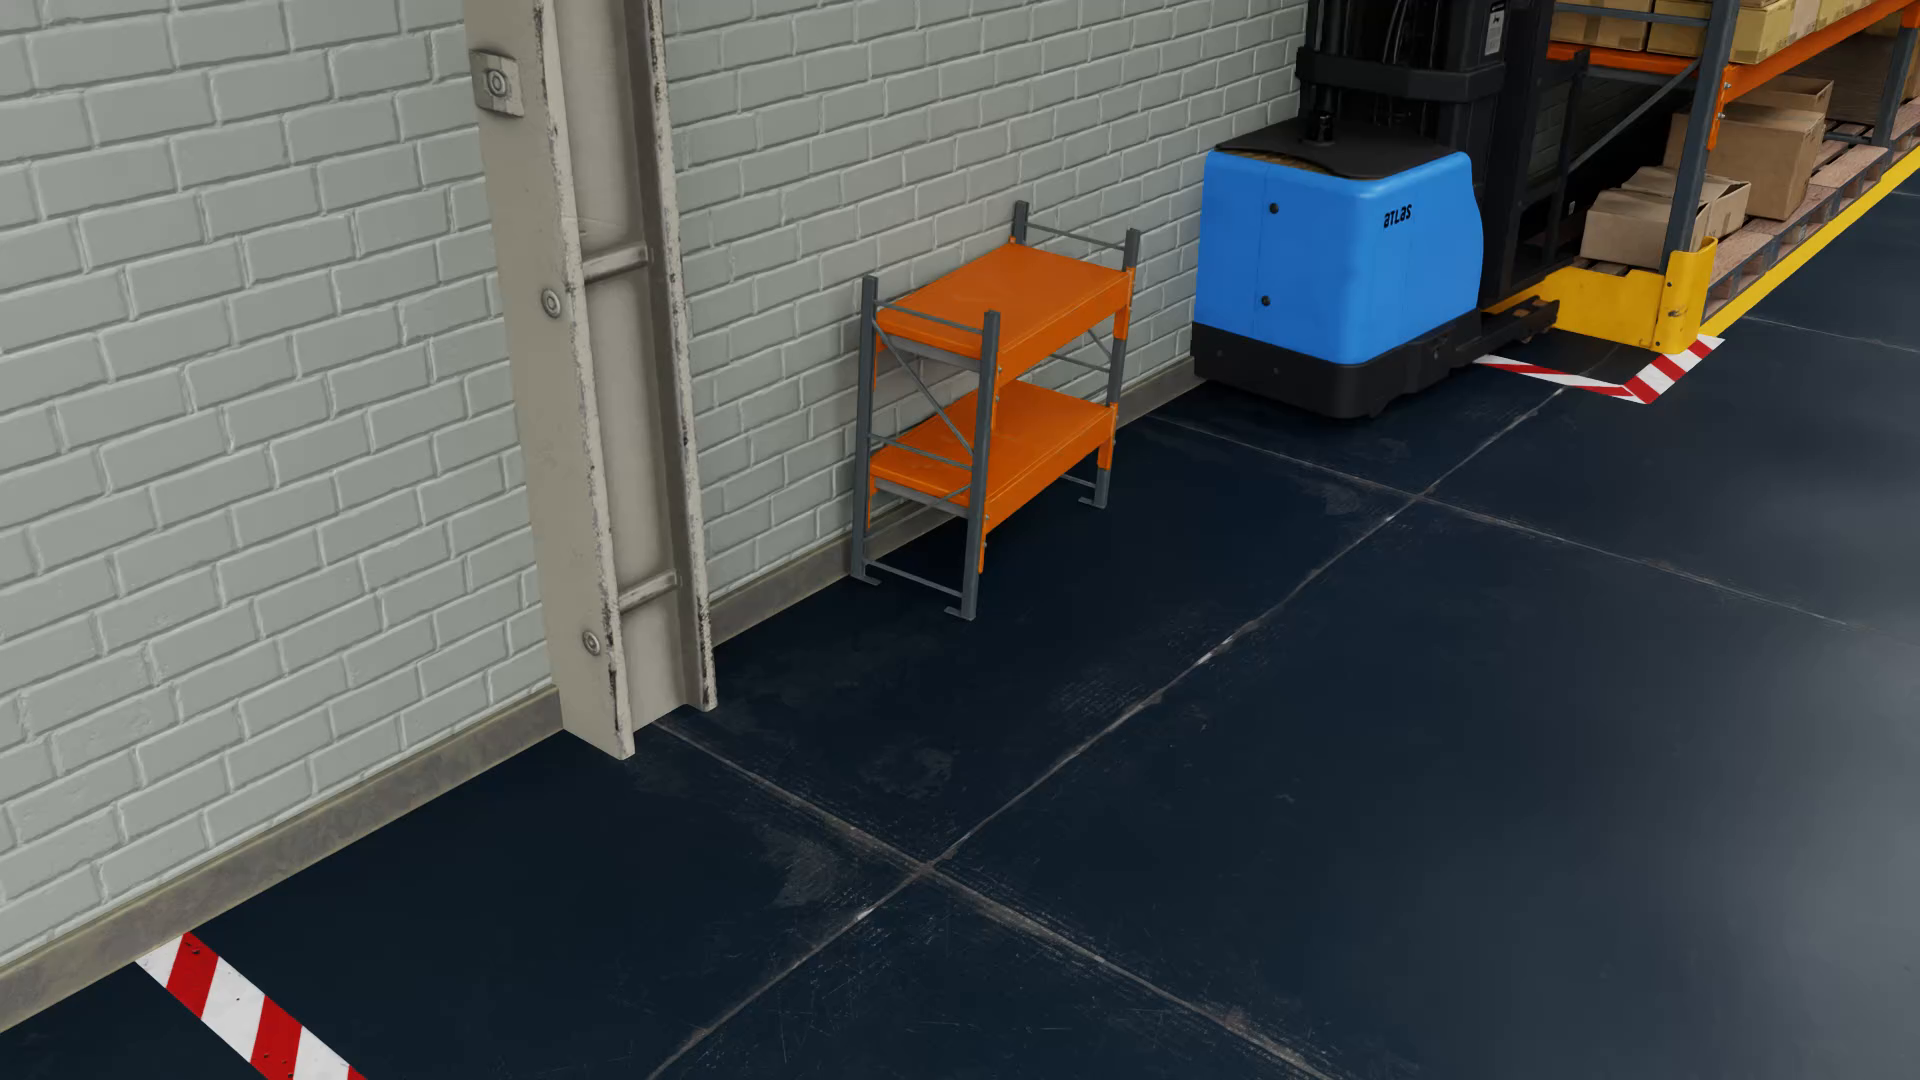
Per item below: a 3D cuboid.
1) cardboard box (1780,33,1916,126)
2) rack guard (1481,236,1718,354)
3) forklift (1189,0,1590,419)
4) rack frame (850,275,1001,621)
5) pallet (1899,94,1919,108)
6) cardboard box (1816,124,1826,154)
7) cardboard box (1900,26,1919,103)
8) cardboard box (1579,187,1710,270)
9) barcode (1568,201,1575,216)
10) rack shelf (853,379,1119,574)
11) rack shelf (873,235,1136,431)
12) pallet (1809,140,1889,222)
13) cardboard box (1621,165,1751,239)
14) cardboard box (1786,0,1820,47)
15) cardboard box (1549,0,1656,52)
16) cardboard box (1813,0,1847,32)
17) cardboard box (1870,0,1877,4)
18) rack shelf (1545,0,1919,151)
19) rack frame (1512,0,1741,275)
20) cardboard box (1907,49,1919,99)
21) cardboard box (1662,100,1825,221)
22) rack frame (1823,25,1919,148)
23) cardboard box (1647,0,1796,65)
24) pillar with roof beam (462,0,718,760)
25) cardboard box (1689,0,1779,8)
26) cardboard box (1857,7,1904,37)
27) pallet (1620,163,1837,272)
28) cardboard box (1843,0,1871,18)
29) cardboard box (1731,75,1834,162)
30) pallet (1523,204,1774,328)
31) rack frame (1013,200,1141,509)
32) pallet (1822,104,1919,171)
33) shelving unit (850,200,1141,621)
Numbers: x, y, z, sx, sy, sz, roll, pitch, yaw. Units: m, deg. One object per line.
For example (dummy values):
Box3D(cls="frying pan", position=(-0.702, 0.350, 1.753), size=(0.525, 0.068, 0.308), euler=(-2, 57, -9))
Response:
Box3D(cls="cardboard box", position=(6.034, -3.183, 11.380), size=(0.700, 0.500, 0.500), euler=(22, 35, 36))
Box3D(cls="rack guard", position=(3.082, -1.330, 8.278), size=(1.175, 0.500, 0.348), euler=(21, 34, 34))
Box3D(cls="forklift", position=(2.314, -2.404, 7.706), size=(1.130, 2.935, 3.031), euler=(24, 36, 38))
Box3D(cls="rack frame", position=(-0.131, -0.290, 5.546), size=(0.500, 1.125, 0.032), euler=(19, 33, 25))
Box3D(cls="pallet", position=(6.848, -3.304, 12.408), size=(1.003, 0.211, 1.213), euler=(21, 34, 34))
Box3D(cls="cardboard box", position=(5.261, -2.571, 10.559), size=(0.380, 0.166, 0.250), euler=(16, 31, 28))
Box3D(cls="cardboard box", position=(6.324, -3.381, 11.762), size=(0.700, 0.500, 0.500), euler=(20, 33, 33))
Box3D(cls="cardboard box", position=(3.544, -1.634, 8.591), size=(0.500, 0.311, 0.500), euler=(17, 32, 29))
Box3D(cls="barcode", position=(3.246, -1.761, 8.828), size=(0.001, 0.075, 0.075), euler=(21, 34, 34))
Box3D(cls="rack shelf", position=(0.113, -0.278, 6.054), size=(0.538, 0.278, 1.000), euler=(19, 33, 25))
Box3D(cls="rack shelf", position=(0.148, -0.744, 5.790), size=(0.538, 0.278, 1.000), euler=(19, 33, 25))
Box3D(cls="pallet", position=(5.178, -2.345, 10.553), size=(1.003, 0.211, 1.213), euler=(21, 34, 34))
Box3D(cls="cardboard box", position=(3.906, -1.836, 8.982), size=(0.500, 0.311, 0.500), euler=(24, 36, 38))
Box3D(cls="cardboard box", position=(3.909, -2.625, 8.200), size=(0.500, 0.250, 0.500), euler=(20, 33, 33))
Box3D(cls="cardboard box", position=(3.182, -2.578, 8.111), size=(0.500, 0.250, 0.500), euler=(21, 34, 35))
Box3D(cls="cardboard box", position=(4.237, -2.803, 8.546), size=(0.500, 0.250, 0.500), euler=(20, 34, 34))
Box3D(cls="cardboard box", position=(4.880, -3.161, 9.237), size=(0.500, 0.250, 0.500), euler=(21, 34, 34))
Box3D(cls="rack shelf", position=(4.306, -2.803, 9.187), size=(1.077, 0.370, 4.000), euler=(21, 34, 34))
Box3D(cls="rack frame", position=(3.034, -2.414, 7.651), size=(1.000, 3.000, 0.127), euler=(21, 34, 34))
Box3D(cls="cardboard box", position=(6.679, -3.550, 12.089), size=(0.700, 0.500, 0.500), euler=(21, 34, 35))
Box3D(cls="cardboard box", position=(4.411, -2.166, 9.413), size=(0.700, 0.500, 0.500), euler=(18, 33, 31))
Box3D(cls="rack frame", position=(5.578, -3.832, 10.393), size=(1.000, 3.000, 0.127), euler=(21, 34, 34))
Box3D(cls="cardboard box", position=(3.589, -2.436, 7.836), size=(0.500, 0.250, 0.500), euler=(20, 33, 33))
Box3D(cls="pillar with roof beam", position=(2.317, -2.194, 0.697), size=(9.100, 9.000, 0.400), euler=(21, 34, 34))
Box3D(cls="cardboard box", position=(3.570, -2.771, 7.666), size=(0.500, 0.500, 0.500), euler=(21, 34, 34))
Box3D(cls="cardboard box", position=(6.311, -3.673, 11.511), size=(0.500, 0.250, 0.500), euler=(20, 33, 33))
Box3D(cls="pallet", position=(4.403, -1.911, 9.713), size=(1.003, 0.211, 1.213), euler=(21, 34, 34))
Box3D(cls="cardboard box", position=(4.561, -2.982, 8.891), size=(0.500, 0.250, 0.500), euler=(21, 34, 35))
Box3D(cls="cardboard box", position=(4.949, -2.537, 10.132), size=(0.500, 0.500, 0.500), euler=(18, 32, 31))
Box3D(cls="pallet", position=(3.626, -1.480, 8.881), size=(1.003, 0.211, 1.213), euler=(21, 34, 34))
Box3D(cls="rack frame", position=(0.389, -0.690, 6.322), size=(0.500, 1.125, 0.032), euler=(19, 33, 25))
Box3D(cls="pallet", position=(6.072, -2.870, 11.568), size=(1.003, 0.211, 1.213), euler=(21, 34, 34))
Box3D(cls="shelving unit", position=(0.129, -0.490, 5.934), size=(0.538, 1.125, 1.048), euler=(19, 33, 25))
